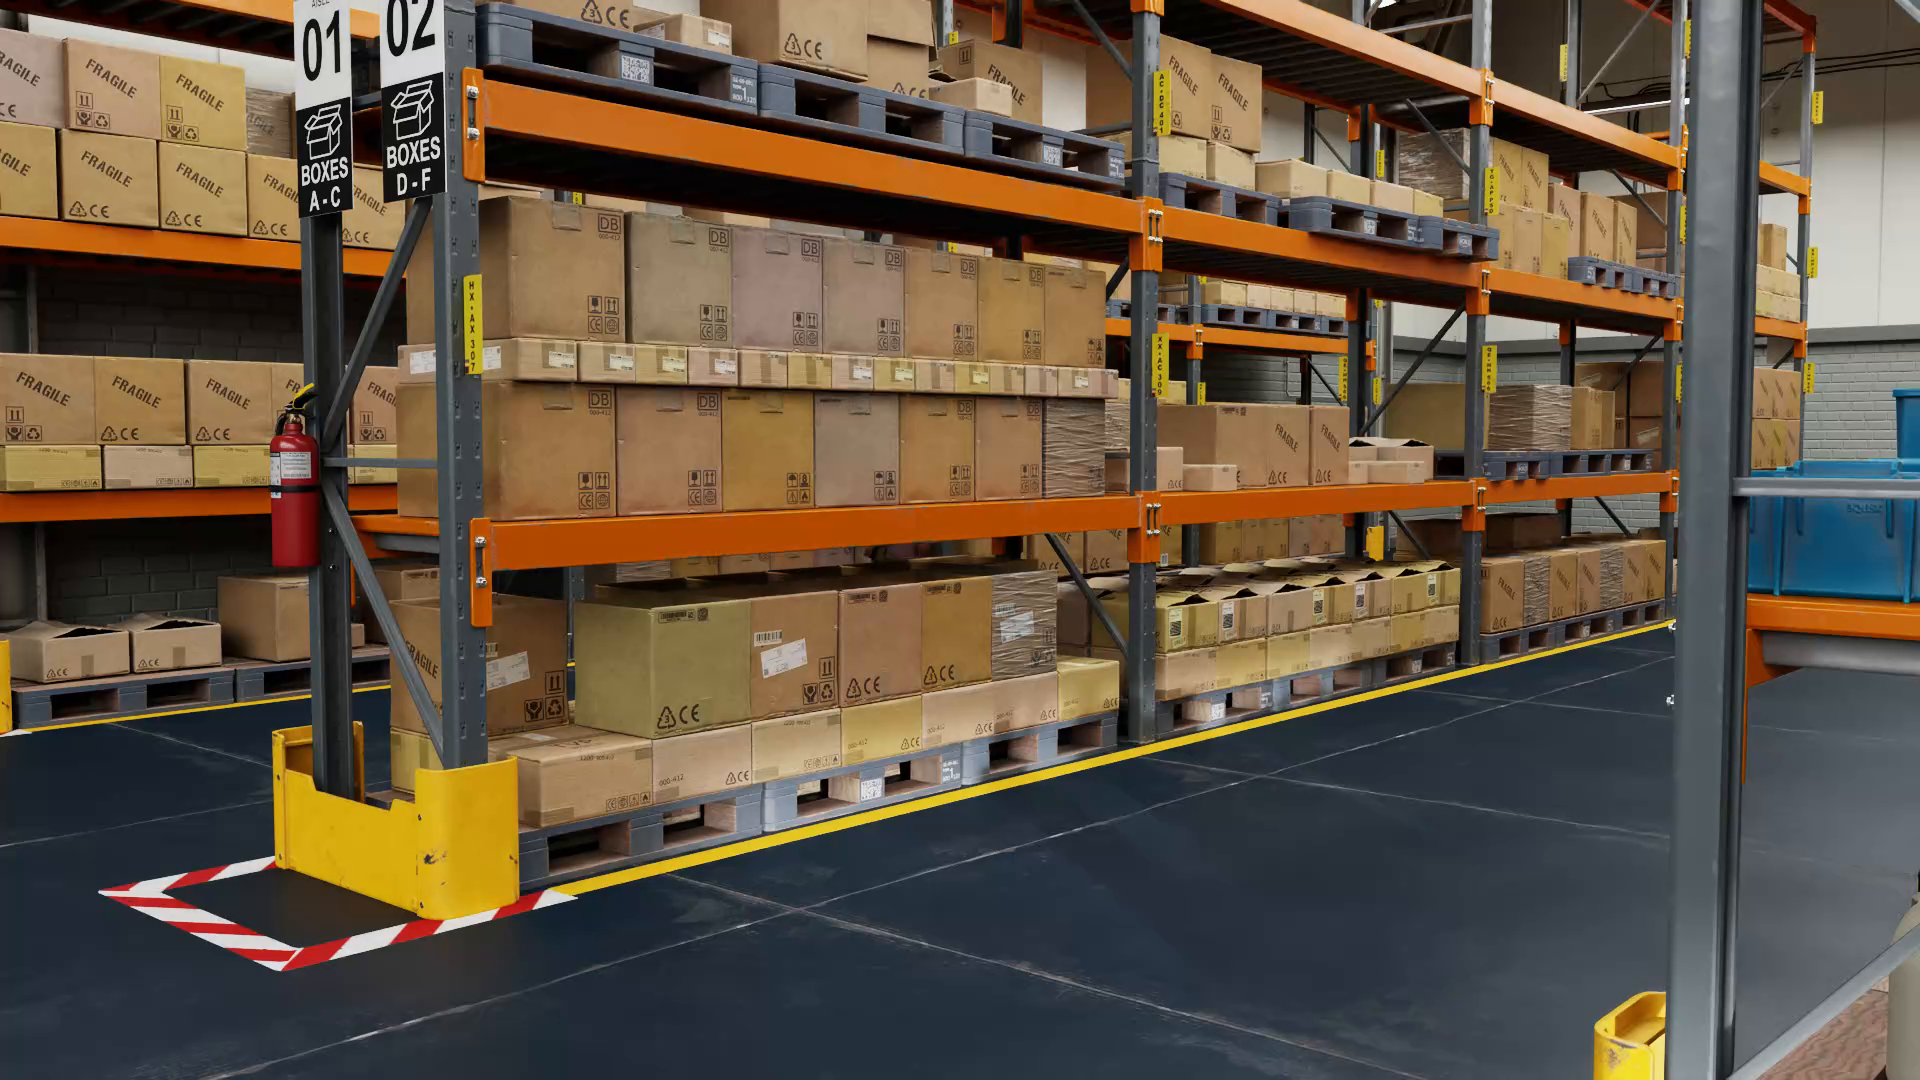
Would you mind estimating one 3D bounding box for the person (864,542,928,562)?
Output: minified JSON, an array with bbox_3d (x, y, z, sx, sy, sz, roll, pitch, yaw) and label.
[{"bbox_3d":[-0.426,-0.072,12.523,0.677,1.764,0.586,-3,5,-45],"label":"person"}]
